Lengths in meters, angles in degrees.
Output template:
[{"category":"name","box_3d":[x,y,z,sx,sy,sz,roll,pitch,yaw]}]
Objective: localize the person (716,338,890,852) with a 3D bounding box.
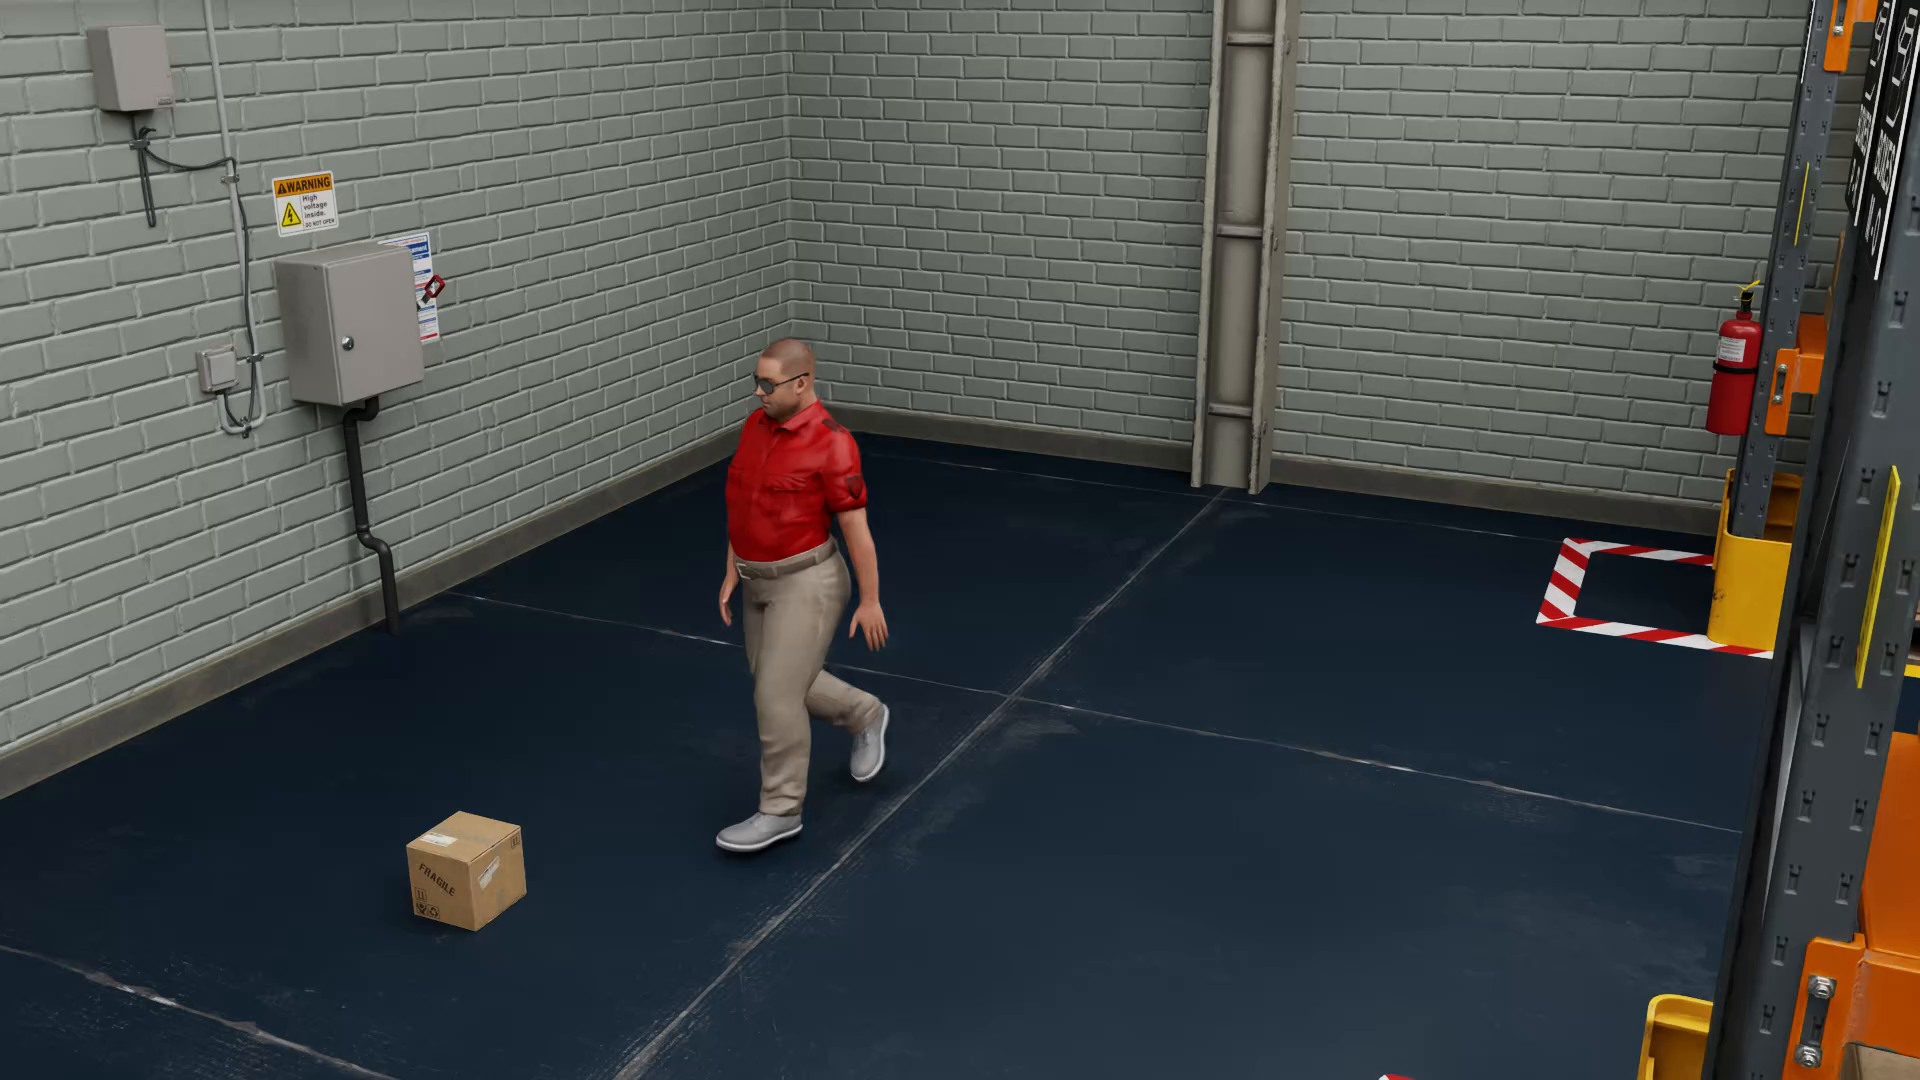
[{"category":"person","box_3d":[-0.543,0.153,5.653,0.855,1.687,0.590,-14,24,-36]}]
